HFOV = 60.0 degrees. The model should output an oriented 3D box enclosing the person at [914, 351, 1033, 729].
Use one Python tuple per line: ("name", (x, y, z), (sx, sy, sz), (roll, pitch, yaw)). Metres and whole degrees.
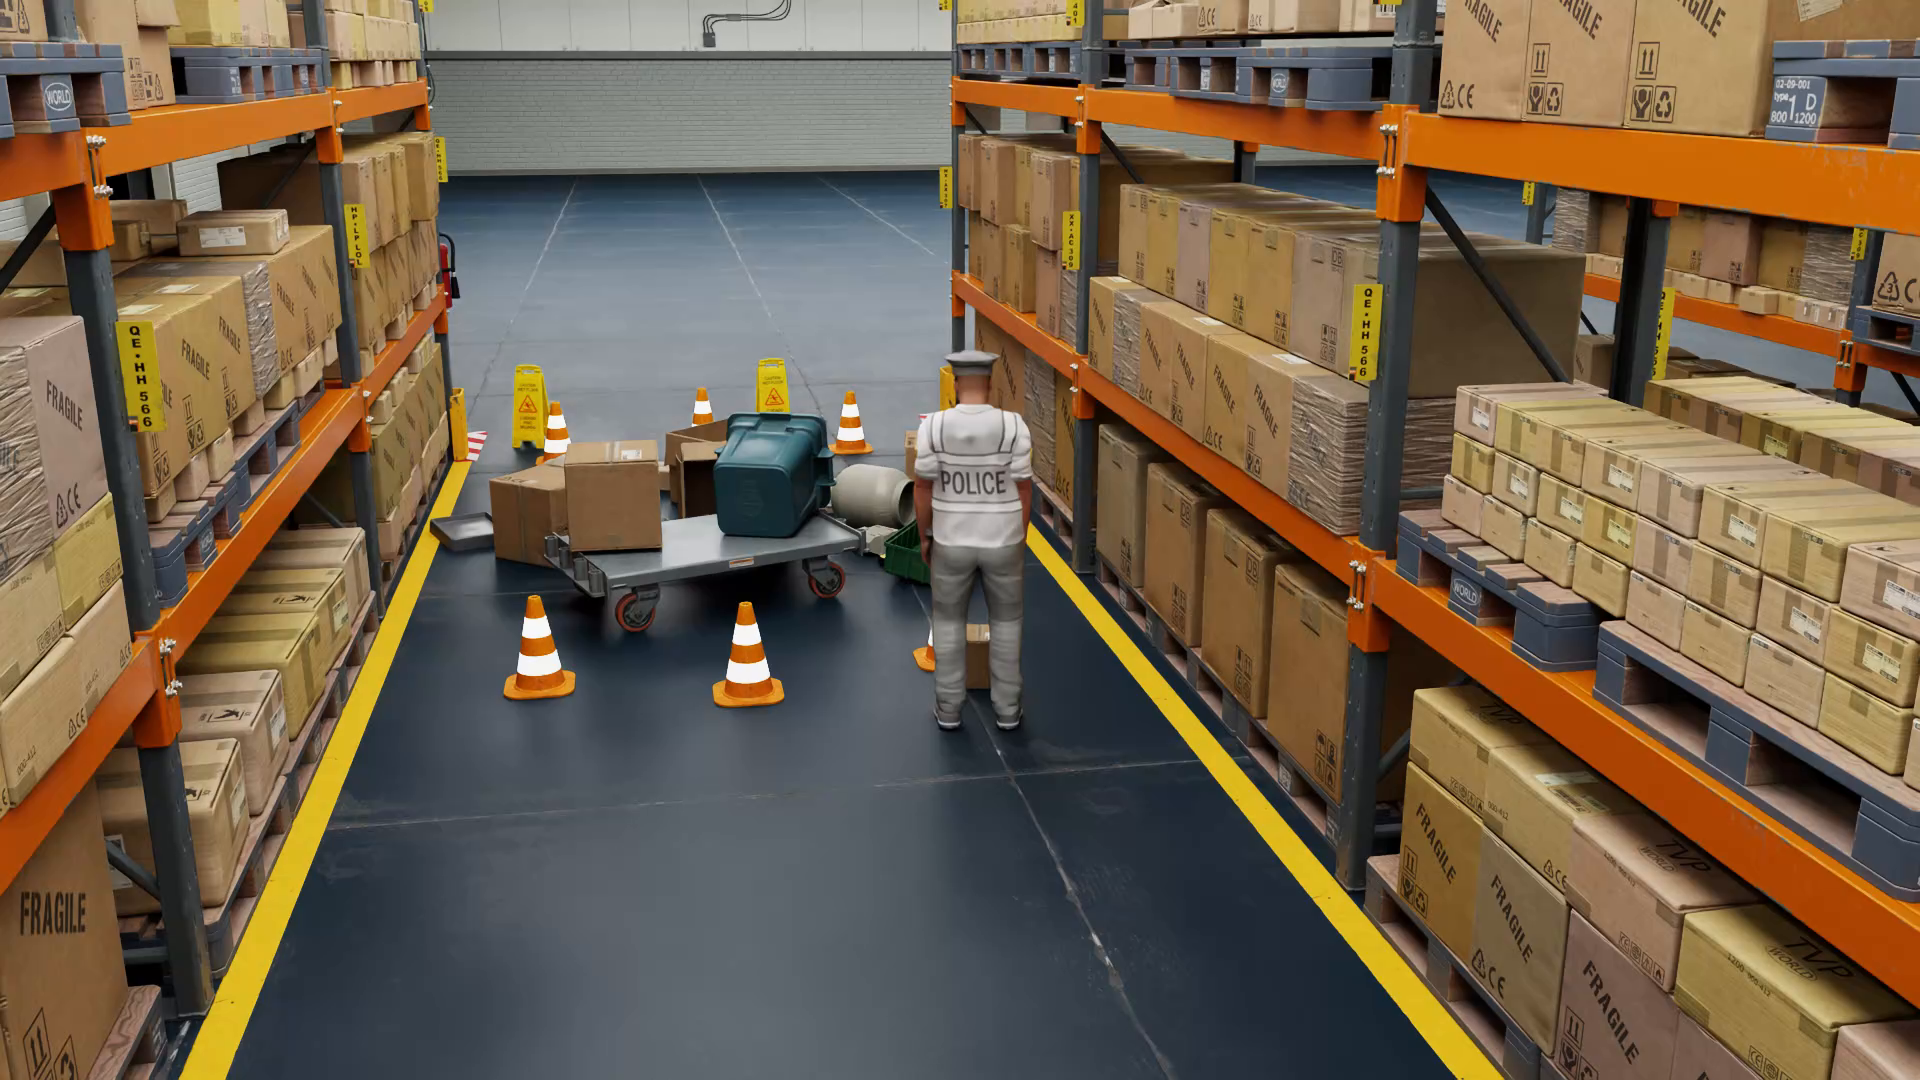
("person", (0.059, 0.009, 7.527), (0.531, 1.738, 0.391), (1, 16, 3))
